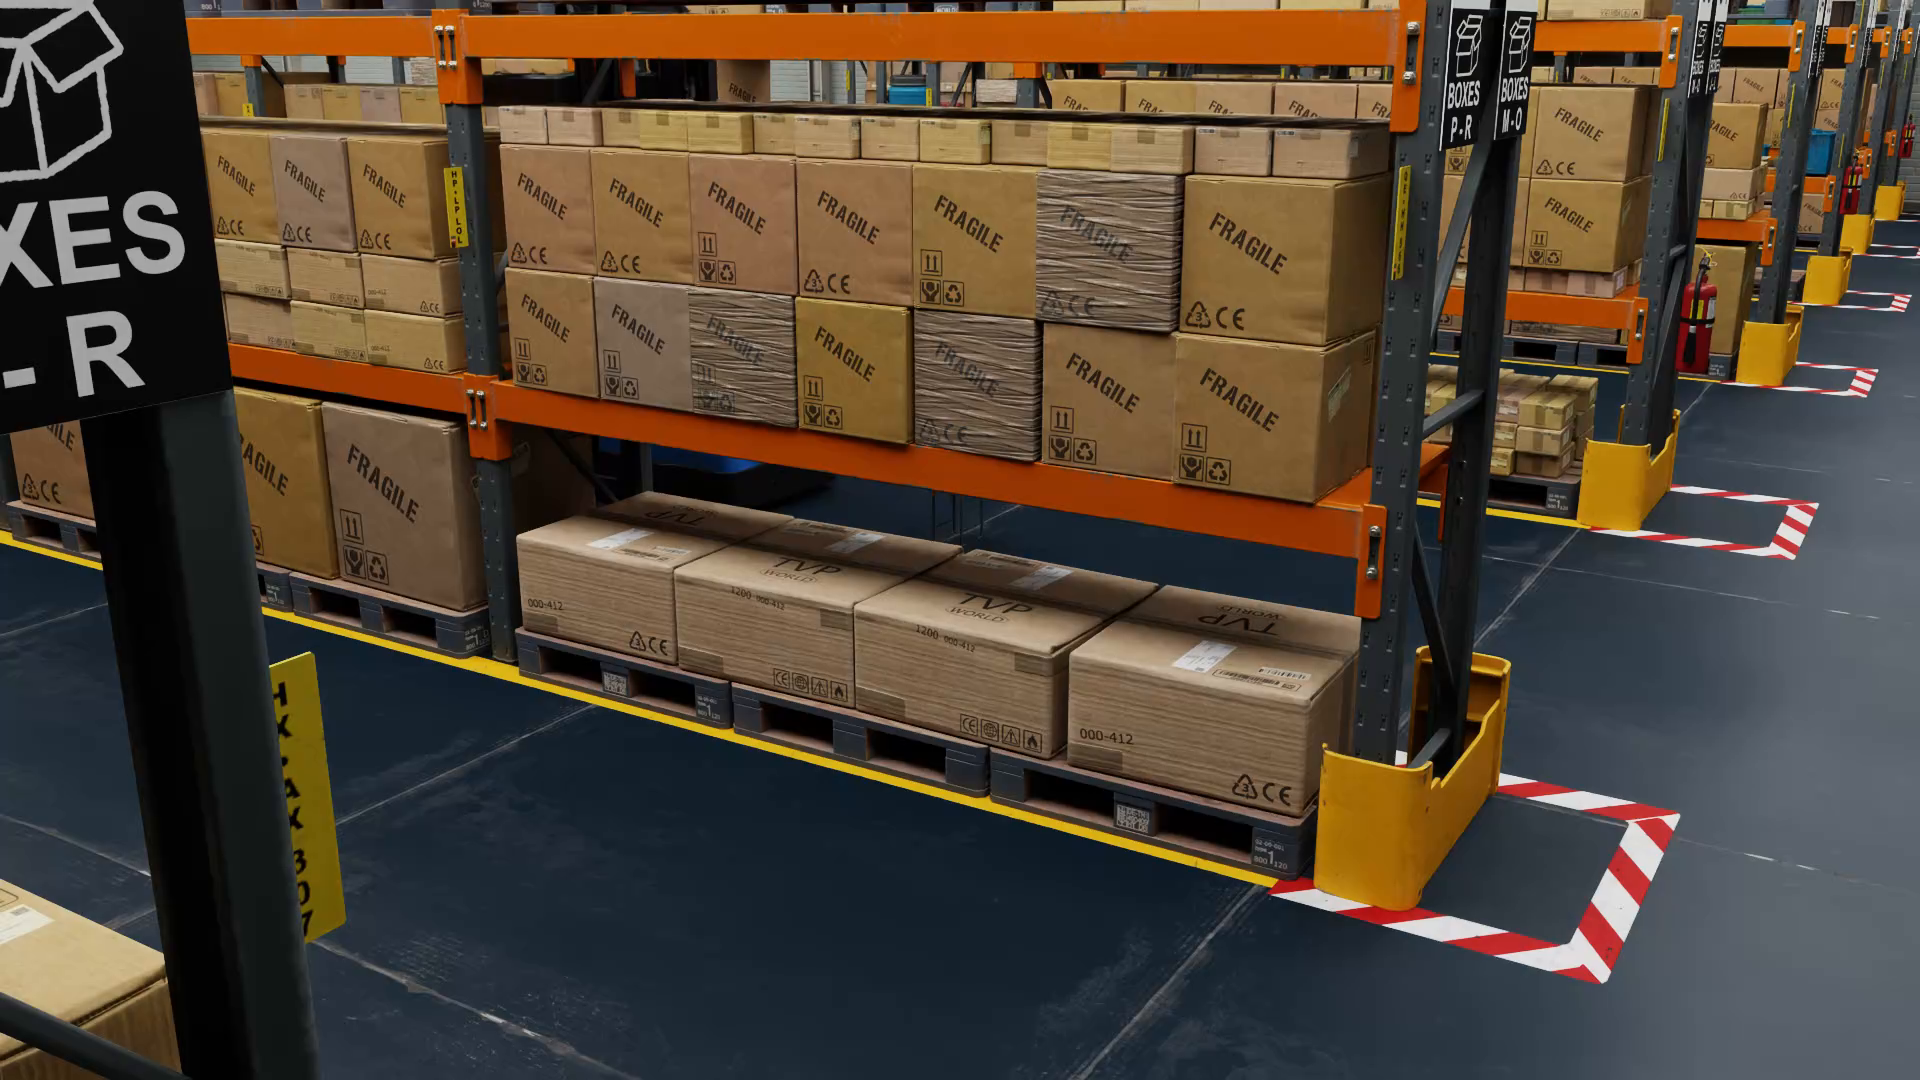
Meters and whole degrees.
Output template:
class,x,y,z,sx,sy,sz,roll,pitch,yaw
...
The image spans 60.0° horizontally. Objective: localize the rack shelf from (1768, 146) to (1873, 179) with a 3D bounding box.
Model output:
class,x,y,z,sx,sy,sz,roll,pitch,yaw
rack shelf,10.261,-5.262,22.779,4.000,0.370,1.077,10,20,30

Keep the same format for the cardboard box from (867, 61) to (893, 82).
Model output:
class,x,y,z,sx,sy,sz,roll,pitch,yaw
cardboard box,-1.232,-8.322,29.212,0.500,0.500,0.700,10,20,30

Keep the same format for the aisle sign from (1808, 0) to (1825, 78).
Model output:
class,x,y,z,sx,sy,sz,roll,pitch,yaw
aisle sign,6.682,-4.007,12.940,0.004,0.787,0.394,10,20,30

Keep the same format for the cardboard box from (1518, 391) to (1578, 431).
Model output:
class,x,y,z,sx,sy,sz,roll,pitch,yaw
cardboard box,3.512,-0.775,9.930,0.250,0.149,0.380,10,20,31

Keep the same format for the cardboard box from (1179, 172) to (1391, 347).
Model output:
class,x,y,z,sx,sy,sz,roll,pitch,yaw
cardboard box,1.056,-0.935,5.406,0.500,0.500,0.500,11,20,32

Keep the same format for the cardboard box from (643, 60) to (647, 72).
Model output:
class,x,y,z,sx,sy,sz,roll,pitch,yaw
cardboard box,-3.975,-5.343,19.405,0.500,0.500,0.500,10,20,30

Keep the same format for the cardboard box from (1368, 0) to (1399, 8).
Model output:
class,x,y,z,sx,sy,sz,roll,pitch,yaw
cardboard box,2.716,-3.157,9.711,0.500,0.250,0.500,11,20,32

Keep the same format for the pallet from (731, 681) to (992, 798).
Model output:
class,x,y,z,sx,sy,sz,roll,pitch,yaw
pallet,-0.166,0.652,6.872,1.213,0.211,1.003,10,20,30

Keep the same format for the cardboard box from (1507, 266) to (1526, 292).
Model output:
class,x,y,z,sx,sy,sz,roll,pitch,yaw
cardboard box,3.257,-1.577,9.843,0.250,0.149,0.380,10,20,30

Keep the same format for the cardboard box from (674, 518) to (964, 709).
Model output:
class,x,y,z,sx,sy,sz,roll,pitch,yaw
cardboard box,-0.575,0.280,6.983,0.875,0.438,0.875,9,19,28

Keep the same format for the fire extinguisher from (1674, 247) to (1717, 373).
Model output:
class,x,y,z,sx,sy,sz,roll,pitch,yaw
fire extinguisher,4.069,-1.268,9.168,0.183,0.674,0.296,10,20,30

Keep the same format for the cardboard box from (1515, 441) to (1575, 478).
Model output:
class,x,y,z,sx,sy,sz,roll,pitch,yaw
cardboard box,3.538,-0.501,10.052,0.250,0.149,0.380,11,20,31

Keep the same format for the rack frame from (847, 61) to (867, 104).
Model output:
class,x,y,z,sx,sy,sz,roll,pitch,yaw
rack frame,-1.668,-7.735,29.685,0.127,3.000,1.000,10,20,30

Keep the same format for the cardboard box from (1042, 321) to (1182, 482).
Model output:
class,x,y,z,sx,sy,sz,roll,pitch,yaw
cardboard box,0.622,-0.530,5.793,0.500,0.500,0.500,10,19,29

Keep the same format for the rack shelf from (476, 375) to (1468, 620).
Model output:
class,x,y,z,sx,sy,sz,roll,pitch,yaw
rack shelf,-0.113,-0.354,6.624,4.000,0.370,1.077,10,20,30

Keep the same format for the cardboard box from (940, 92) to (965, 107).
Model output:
class,x,y,z,sx,sy,sz,roll,pitch,yaw
cardboard box,0.043,-7.474,28.654,0.500,0.500,0.700,11,20,32

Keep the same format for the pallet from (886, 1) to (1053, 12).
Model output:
class,x,y,z,sx,sy,sz,roll,pitch,yaw
pallet,0.217,-3.710,11.595,1.003,0.211,1.213,10,20,30

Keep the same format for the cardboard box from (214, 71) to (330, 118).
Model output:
class,x,y,z,sx,sy,sz,roll,pitch,yaw
cardboard box,-6.426,-4.114,15.648,0.550,0.550,0.875,10,20,30

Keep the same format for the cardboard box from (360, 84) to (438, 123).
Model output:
class,x,y,z,sx,sy,sz,roll,pitch,yaw
cardboard box,-4.833,-3.758,14.701,0.500,0.500,0.700,10,20,31

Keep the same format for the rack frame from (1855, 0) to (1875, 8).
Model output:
class,x,y,z,sx,sy,sz,roll,pitch,yaw
rack frame,9.370,-6.946,16.765,0.127,3.000,1.000,10,20,30

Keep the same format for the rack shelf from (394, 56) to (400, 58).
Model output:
class,x,y,z,sx,sy,sz,roll,pitch,yaw
rack shelf,-5.152,-6.069,20.277,4.000,0.370,1.077,10,20,30

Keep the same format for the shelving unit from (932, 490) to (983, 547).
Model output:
class,x,y,z,sx,sy,sz,roll,pitch,yaw
shelving unit,-0.012,-0.576,9.214,0.189,1.200,0.258,10,20,30

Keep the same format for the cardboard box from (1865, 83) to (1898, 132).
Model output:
class,x,y,z,sx,sy,sz,roll,pitch,yaw
cardboard box,14.115,-6.748,25.918,0.700,0.700,0.980,11,20,33

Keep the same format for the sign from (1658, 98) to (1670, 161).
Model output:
class,x,y,z,sx,sy,sz,roll,pitch,yaw
sign,3.789,-2.206,8.948,0.005,0.325,0.100,10,20,30

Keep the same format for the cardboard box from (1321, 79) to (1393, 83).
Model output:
class,x,y,z,sx,sy,sz,roll,pitch,yaw
cardboard box,2.552,-2.675,10.621,0.500,0.500,0.500,9,19,28

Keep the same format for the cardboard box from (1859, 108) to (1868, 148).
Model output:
class,x,y,z,sx,sy,sz,roll,pitch,yaw
cardboard box,11.725,-5.482,22.096,0.500,0.500,0.500,11,20,31

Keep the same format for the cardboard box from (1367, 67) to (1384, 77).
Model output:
class,x,y,z,sx,sy,sz,roll,pitch,yaw
cardboard box,7.428,-8.360,29.696,0.250,0.149,0.380,7,18,23

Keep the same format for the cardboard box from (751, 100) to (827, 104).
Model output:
class,x,y,z,sx,sy,sz,roll,pitch,yaw
cardboard box,-1.922,-4.683,18.738,0.637,0.503,0.797,13,21,36

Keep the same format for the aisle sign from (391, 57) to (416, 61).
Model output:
class,x,y,z,sx,sy,sz,roll,pitch,yaw
aisle sign,-7.066,-6.461,21.019,0.004,0.787,0.394,10,20,30

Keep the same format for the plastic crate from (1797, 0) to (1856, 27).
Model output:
class,x,y,z,sx,sy,sz,roll,pitch,yaw
plastic crate,9.188,-5.576,17.640,0.590,0.269,0.497,10,20,30

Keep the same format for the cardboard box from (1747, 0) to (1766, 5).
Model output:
class,x,y,z,sx,sy,sz,roll,pitch,yaw
cardboard box,10.544,-7.072,21.739,0.500,0.250,0.500,10,20,30

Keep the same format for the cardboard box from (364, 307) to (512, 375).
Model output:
class,x,y,z,sx,sy,sz,roll,pitch,yaw
cardboard box,-2.331,-0.937,7.562,0.500,0.250,0.500,10,19,29

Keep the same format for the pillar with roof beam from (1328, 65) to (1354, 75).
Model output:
class,x,y,z,sx,sy,sz,roll,pitch,yaw
pillar with roof beam,4.830,-9.962,26.694,0.400,9.000,9.100,10,20,30

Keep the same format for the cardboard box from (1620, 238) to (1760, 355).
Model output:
class,x,y,z,sx,sy,sz,roll,pitch,yaw
cardboard box,6.191,-2.110,14.101,0.875,0.875,0.875,10,20,30

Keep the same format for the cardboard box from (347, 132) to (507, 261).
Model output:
class,x,y,z,sx,sy,sz,roll,pitch,yaw
cardboard box,-2.329,-1.535,7.380,0.500,0.500,0.500,11,20,32

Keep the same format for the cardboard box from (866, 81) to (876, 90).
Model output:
class,x,y,z,sx,sy,sz,roll,pitch,yaw
cardboard box,-1.447,-7.980,29.204,0.250,0.149,0.380,10,20,30

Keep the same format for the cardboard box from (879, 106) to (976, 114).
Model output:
class,x,y,z,sx,sy,sz,roll,pitch,yaw
cardboard box,-0.114,-1.628,6.570,0.250,0.149,0.380,10,20,30

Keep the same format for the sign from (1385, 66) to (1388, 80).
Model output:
class,x,y,z,sx,sy,sz,roll,pitch,yaw
sign,7.462,-8.126,29.116,0.005,0.325,0.100,10,20,30

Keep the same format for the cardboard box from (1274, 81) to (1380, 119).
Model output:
class,x,y,z,sx,sy,sz,roll,pitch,yaw
cardboard box,2.244,-2.546,10.197,0.500,0.500,0.500,9,19,28

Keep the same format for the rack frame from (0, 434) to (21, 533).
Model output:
class,x,y,z,sx,sy,sz,roll,pitch,yaw
rack frame,-5.225,-1.611,9.524,0.127,3.000,1.000,10,20,30

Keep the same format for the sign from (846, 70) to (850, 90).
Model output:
class,x,y,z,sx,sy,sz,roll,pitch,yaw
sign,-1.964,-8.051,29.098,0.005,0.325,0.100,10,20,30

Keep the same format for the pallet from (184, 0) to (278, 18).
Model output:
class,x,y,z,sx,sy,sz,roll,pitch,yaw
pallet,-3.694,-2.702,8.279,1.213,0.211,1.003,11,20,33

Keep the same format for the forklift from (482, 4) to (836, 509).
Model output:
class,x,y,z,sx,sy,sz,roll,pitch,yaw
forklift,-2.283,-1.847,10.417,3.031,2.935,1.130,11,20,32

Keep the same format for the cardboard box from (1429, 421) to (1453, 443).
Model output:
class,x,y,z,sx,sy,sz,roll,pitch,yaw
cardboard box,3.053,-0.703,10.205,0.250,0.149,0.380,9,19,28

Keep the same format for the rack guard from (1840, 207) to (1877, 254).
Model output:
class,x,y,z,sx,sy,sz,roll,pitch,yaw
rack guard,11.901,-4.117,22.075,0.348,0.500,1.175,10,20,30

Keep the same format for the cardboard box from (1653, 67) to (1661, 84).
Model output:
class,x,y,z,sx,sy,sz,roll,pitch,yaw
cardboard box,9.689,-6.138,22.535,0.500,0.500,0.500,9,19,28

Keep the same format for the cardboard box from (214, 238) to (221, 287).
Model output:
class,x,y,z,sx,sy,sz,roll,pitch,yaw
cardboard box,-3.639,-1.402,8.234,0.500,0.250,0.500,11,20,31

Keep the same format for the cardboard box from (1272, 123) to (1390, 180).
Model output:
class,x,y,z,sx,sy,sz,roll,pitch,yaw
cardboard box,1.181,-1.236,5.281,0.250,0.149,0.380,10,20,31

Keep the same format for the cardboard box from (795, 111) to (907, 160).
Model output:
class,x,y,z,sx,sy,sz,roll,pitch,yaw
cardboard box,-0.396,-1.491,6.119,0.250,0.149,0.380,10,20,30

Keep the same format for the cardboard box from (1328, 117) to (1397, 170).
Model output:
class,x,y,z,sx,sy,sz,roll,pitch,yaw
cardboard box,1.434,-1.353,5.668,0.250,0.149,0.380,11,20,31
